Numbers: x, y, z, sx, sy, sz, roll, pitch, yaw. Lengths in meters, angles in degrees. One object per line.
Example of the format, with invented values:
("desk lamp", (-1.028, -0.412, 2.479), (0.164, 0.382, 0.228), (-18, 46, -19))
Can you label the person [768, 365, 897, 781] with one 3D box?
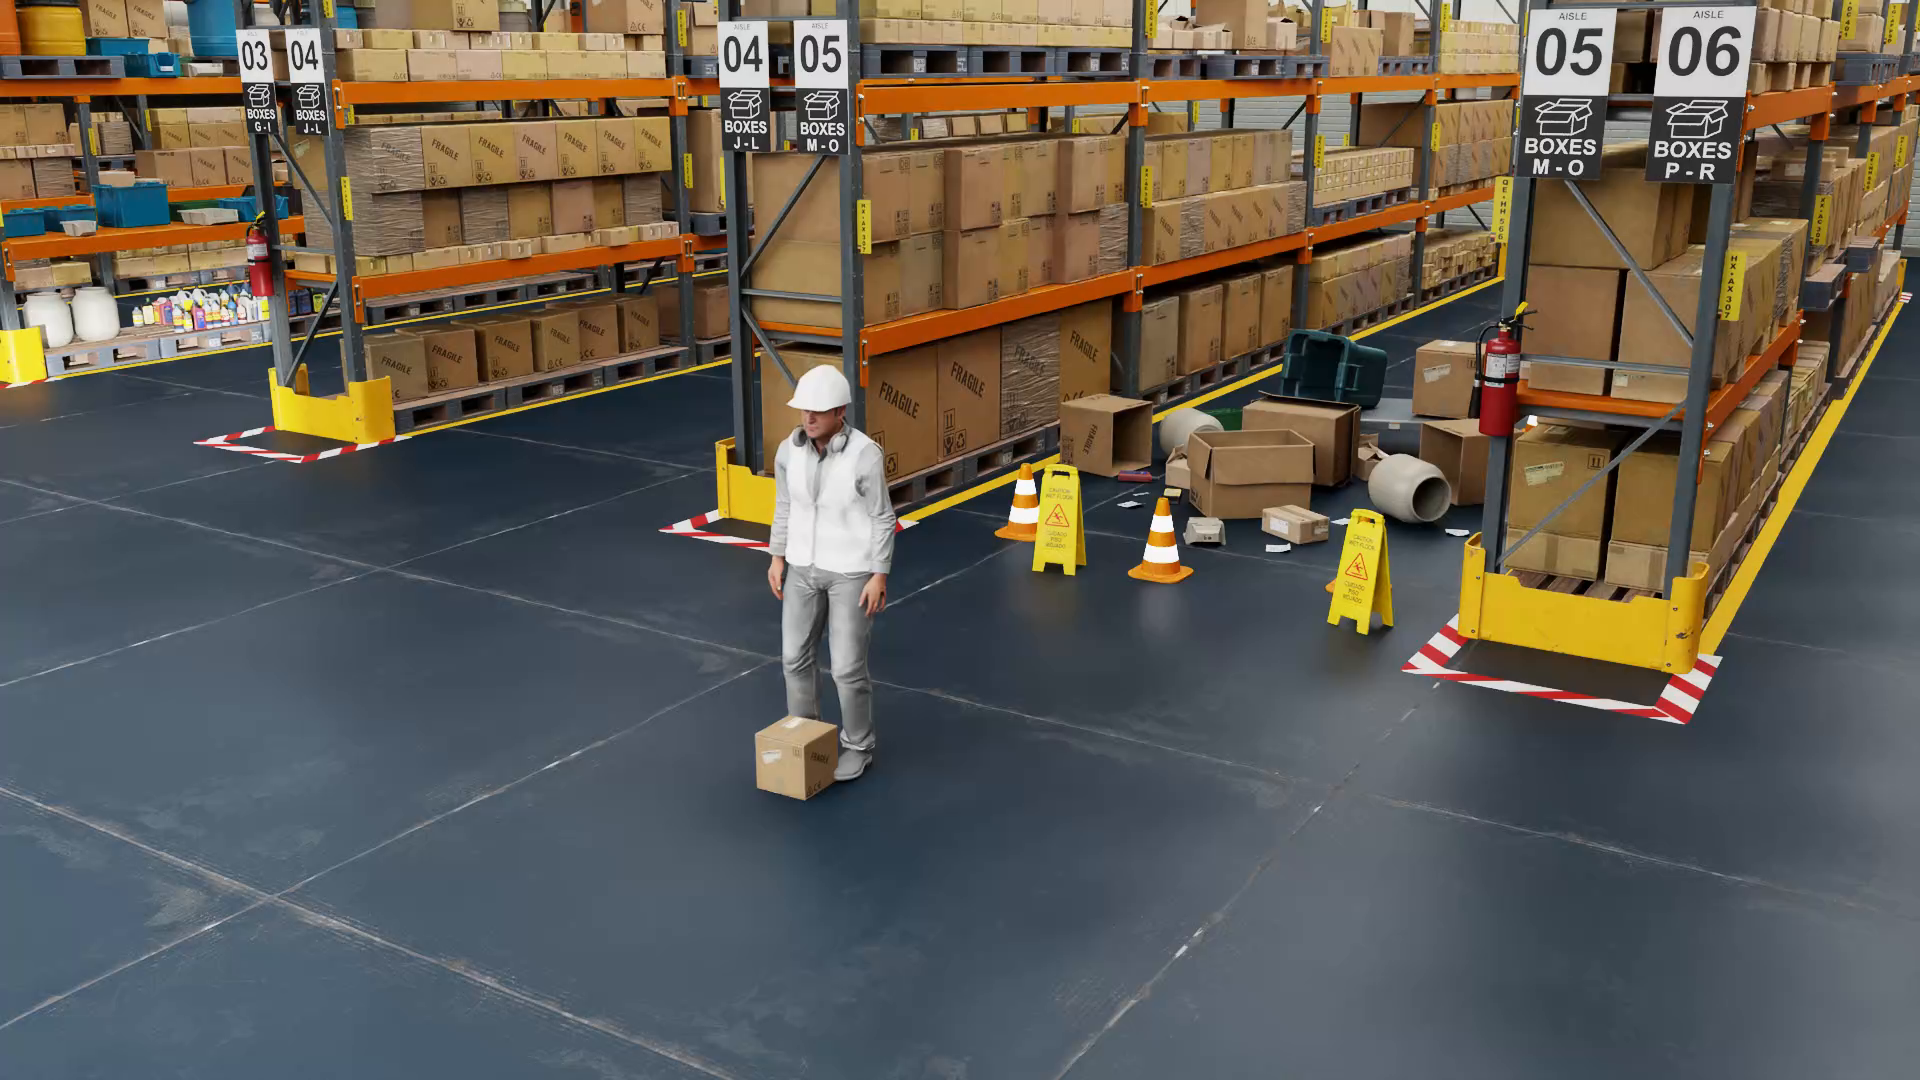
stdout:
("person", (-0.553, 0.126, 7.049), (0.585, 1.770, 0.463), (8, 18, 27))
